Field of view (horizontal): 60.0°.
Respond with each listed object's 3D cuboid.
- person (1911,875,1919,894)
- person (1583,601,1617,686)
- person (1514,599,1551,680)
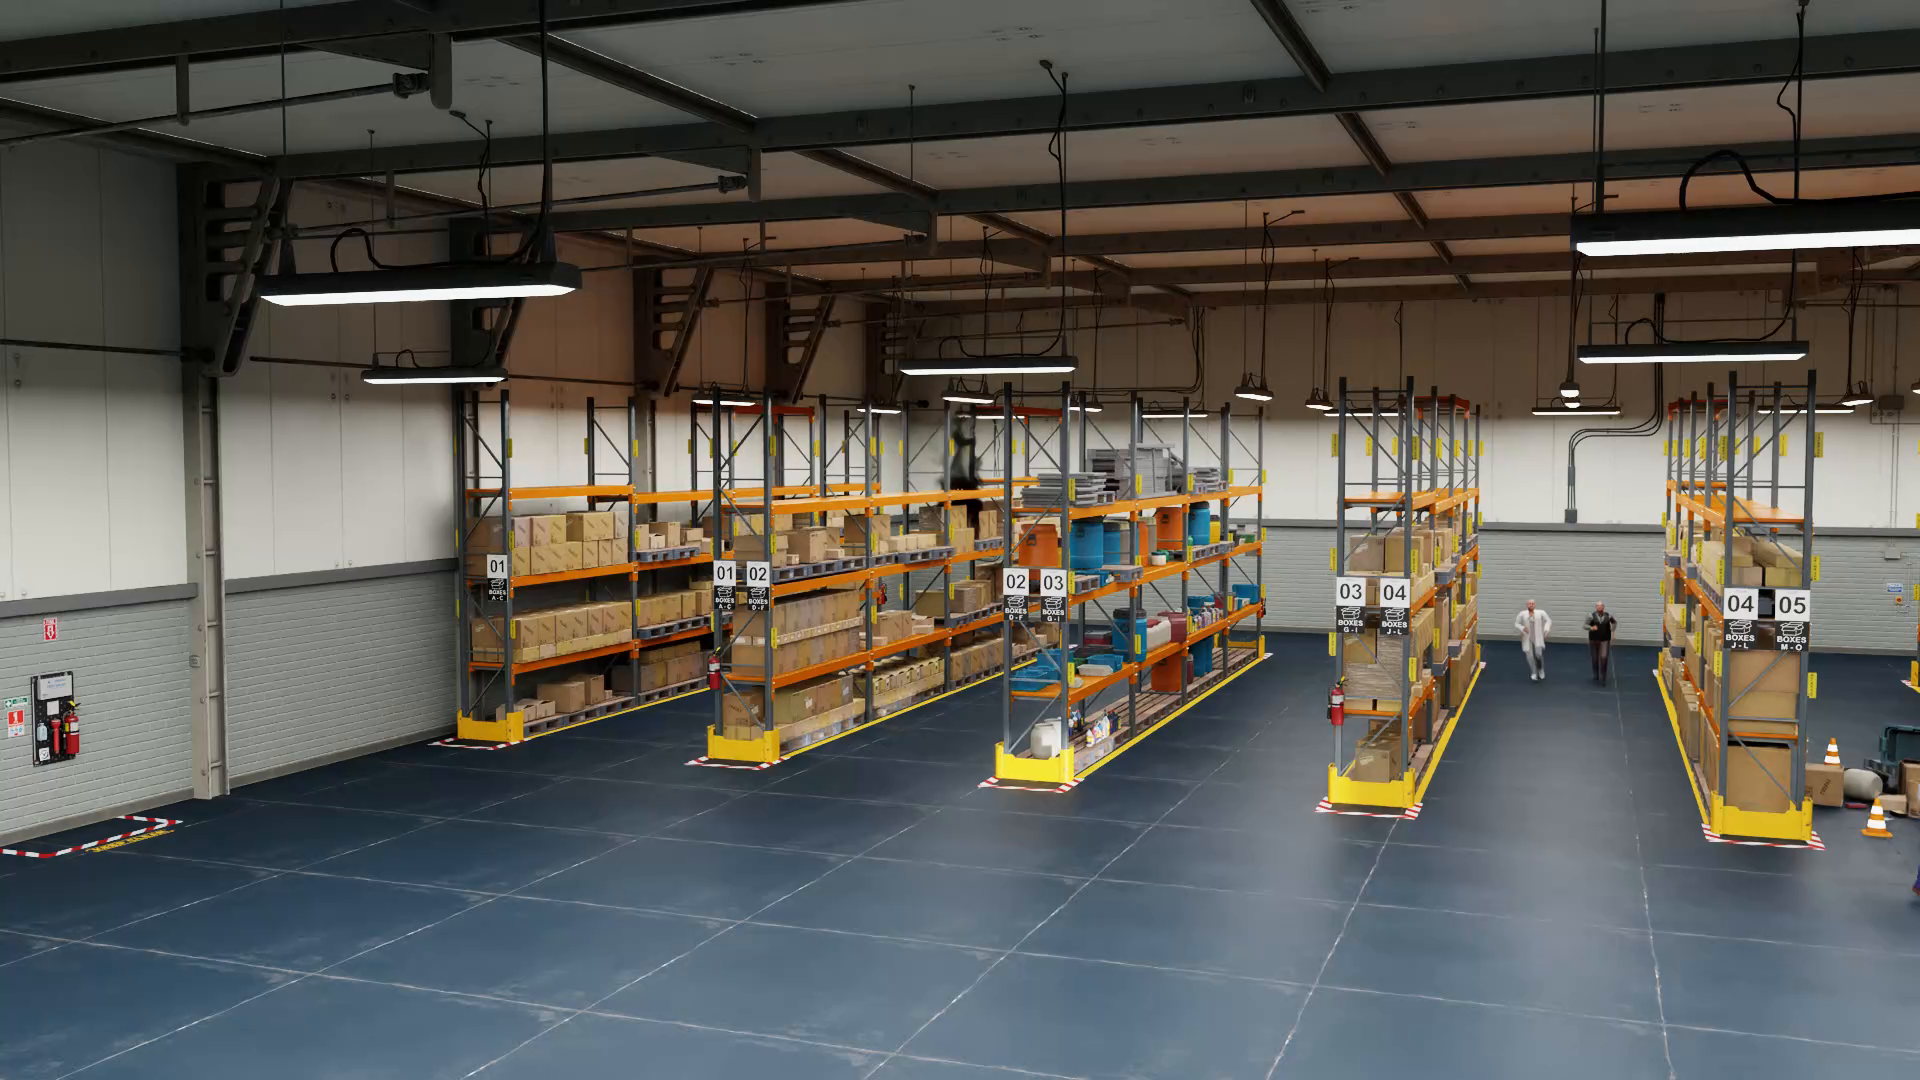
[{"bbox_3d":[10.758,3.275,18.050,0.592,1.518,0.747,-2,4,-30],"label":"person"},{"bbox_3d":[13.600,2.175,35.374,0.658,1.757,0.864,1,3,24],"label":"person"},{"bbox_3d":[12.349,2.243,35.899,0.737,1.549,0.624,1,3,22],"label":"person"}]
